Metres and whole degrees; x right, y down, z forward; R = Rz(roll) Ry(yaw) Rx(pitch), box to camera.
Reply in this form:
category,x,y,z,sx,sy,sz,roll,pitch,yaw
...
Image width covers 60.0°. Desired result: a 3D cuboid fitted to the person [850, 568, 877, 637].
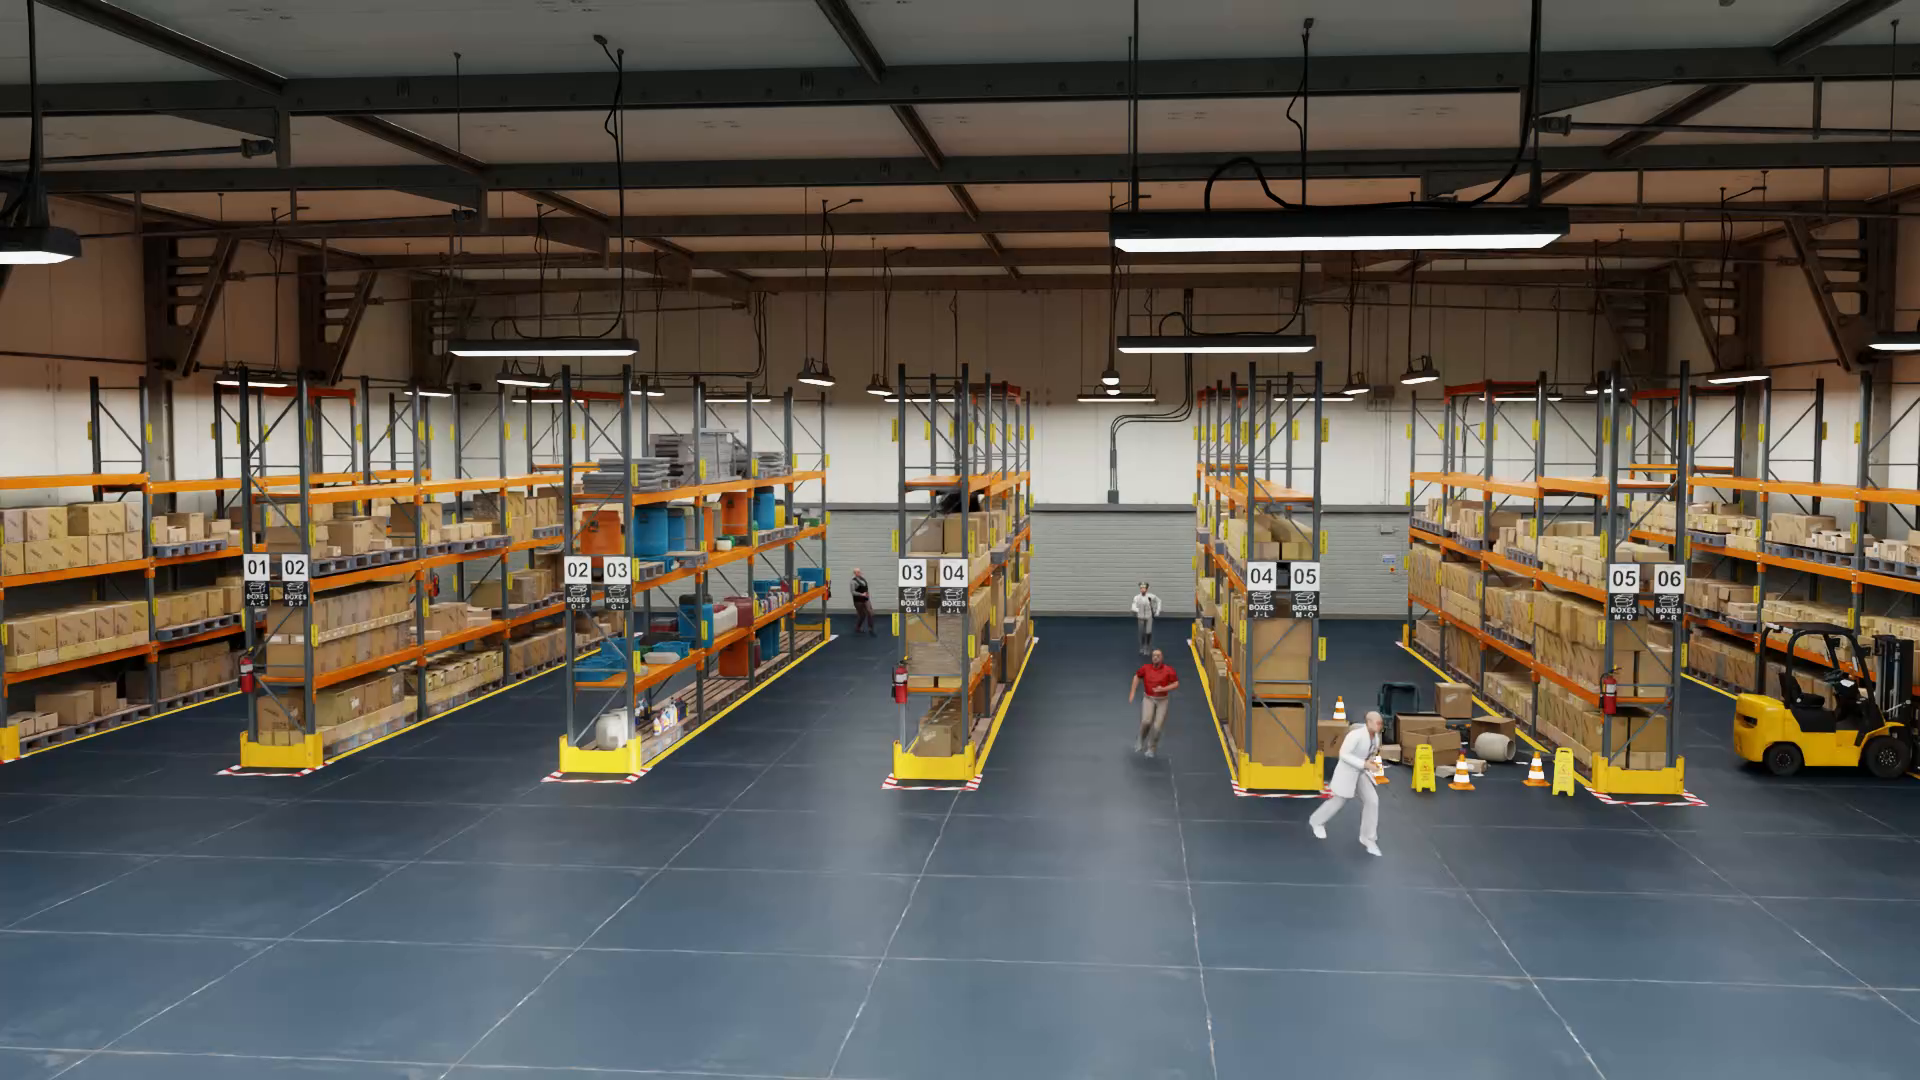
category,x,y,z,sx,sy,sz,roll,pitch,yaw
person,-2.457,1.546,40.877,0.724,1.735,0.644,3,5,42

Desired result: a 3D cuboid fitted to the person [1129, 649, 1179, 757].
category,x,y,z,sx,sy,sz,roll,pitch,yaw
person,3.002,2.525,25.733,0.759,1.688,0.604,0,4,4

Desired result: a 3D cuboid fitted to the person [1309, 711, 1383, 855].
category,x,y,z,sx,sy,sz,roll,pitch,yaw
person,4.676,2.888,20.123,0.754,1.745,1.060,-3,5,-42

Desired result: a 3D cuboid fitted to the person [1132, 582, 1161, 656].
category,x,y,z,sx,sy,sz,roll,pitch,yaw
person,4.170,1.758,37.277,0.625,1.660,0.799,1,4,14
